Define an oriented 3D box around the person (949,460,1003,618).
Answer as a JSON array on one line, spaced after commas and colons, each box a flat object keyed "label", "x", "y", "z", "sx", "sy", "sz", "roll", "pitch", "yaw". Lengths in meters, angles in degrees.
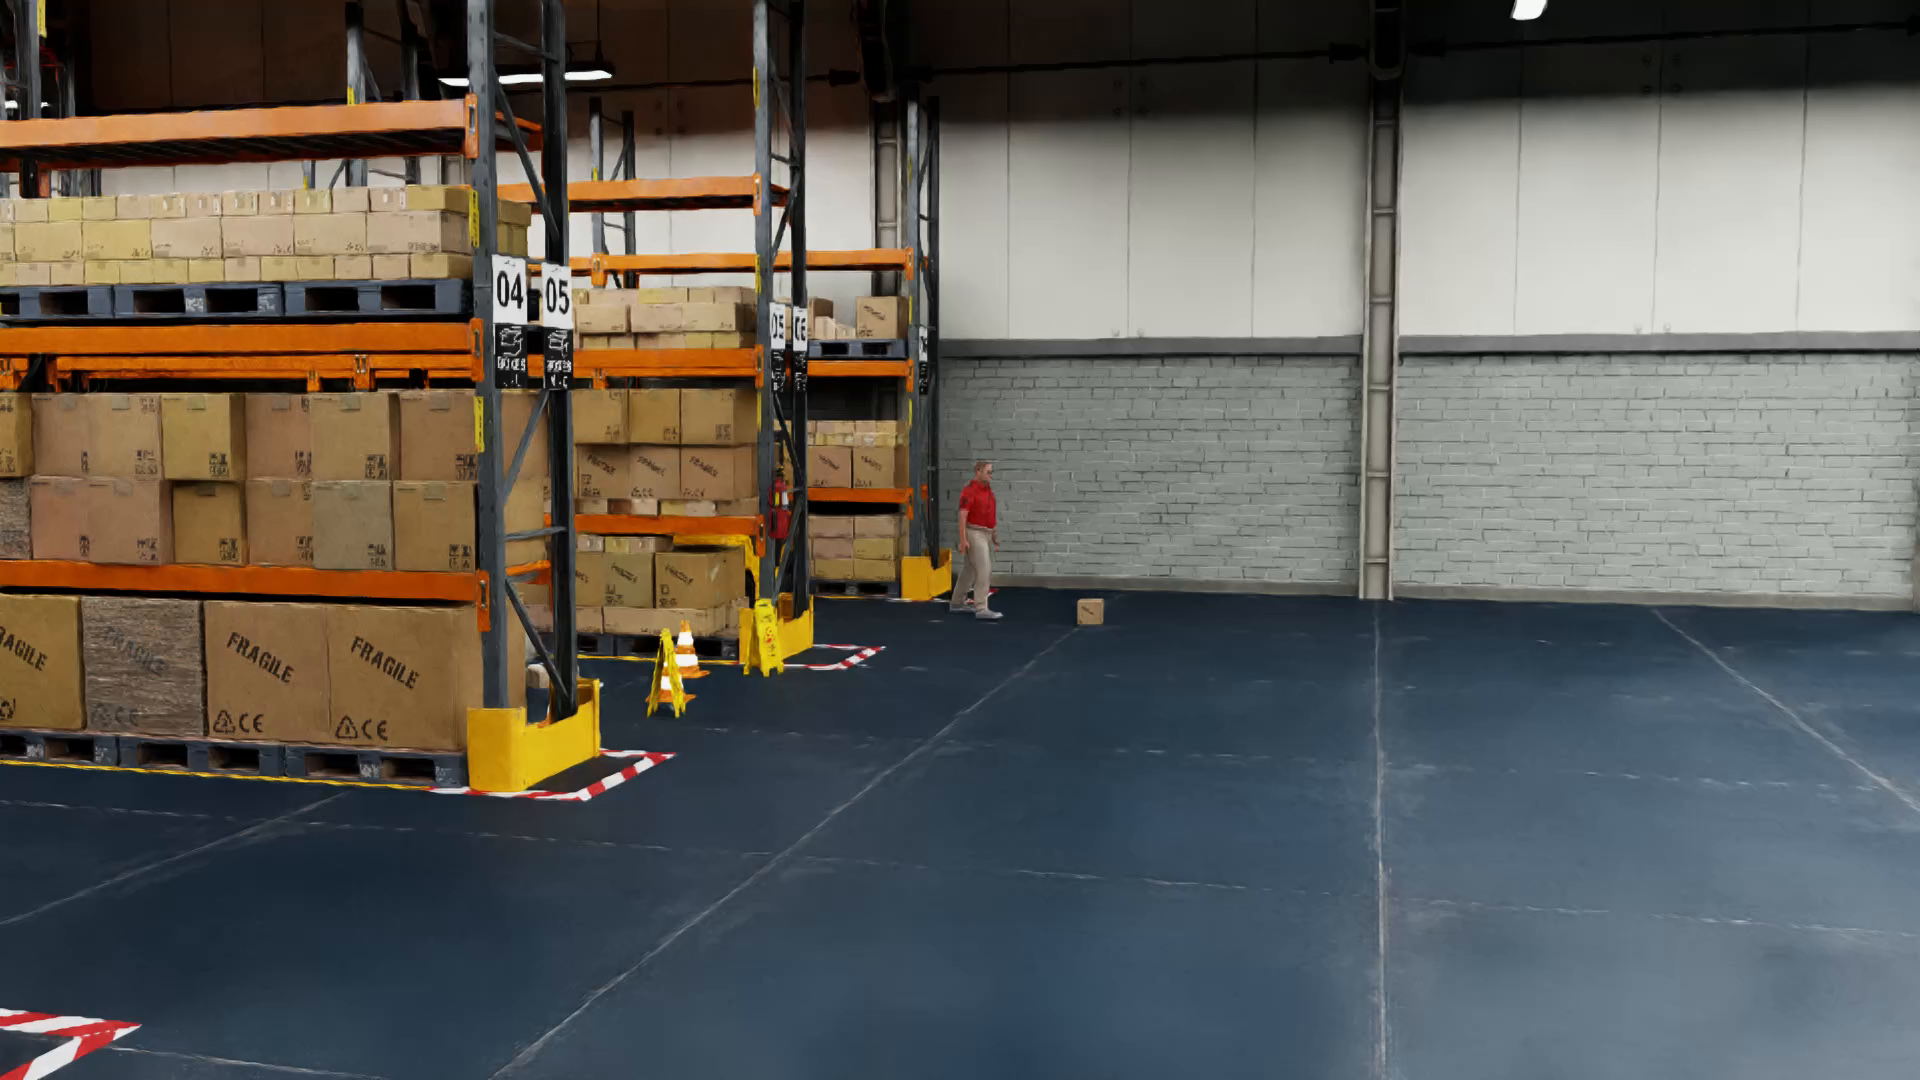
[{"label": "person", "x": 0.183, "y": -0.019, "z": 17.986, "sx": 0.807, "sy": 1.683, "sz": 0.620, "roll": 2, "pitch": 5, "yaw": 24}]
